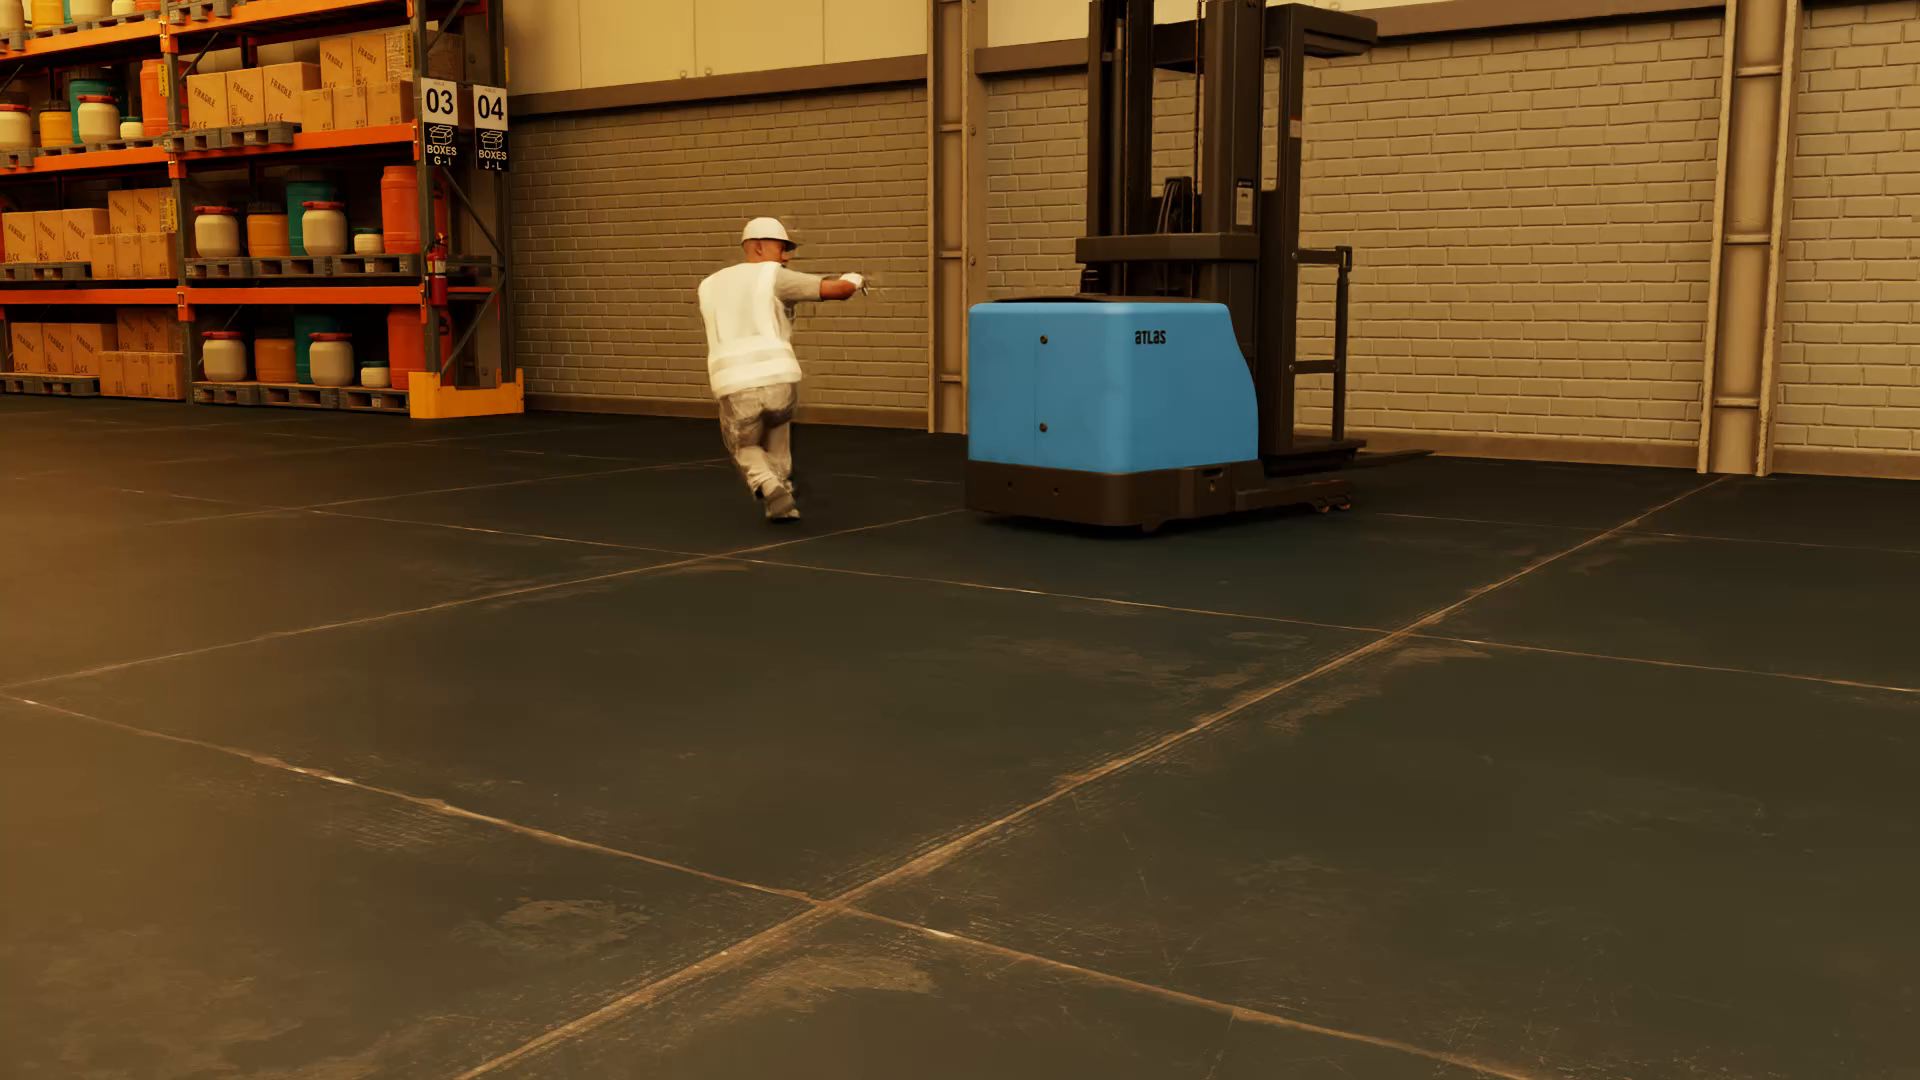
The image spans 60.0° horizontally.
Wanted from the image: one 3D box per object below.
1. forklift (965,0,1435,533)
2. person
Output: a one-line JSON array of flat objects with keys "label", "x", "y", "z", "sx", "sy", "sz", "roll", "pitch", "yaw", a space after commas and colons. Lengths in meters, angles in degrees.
[{"label": "forklift", "x": 1.438, "y": -1.635, "z": 8.687, "sx": 3.031, "sy": 2.935, "sz": 1.130, "roll": -8, "pitch": 11, "yaw": -43}, {"label": "person", "x": -0.873, "y": -0.831, "z": 8.203, "sx": 0.841, "sy": 1.489, "sz": 1.112, "roll": 0, "pitch": 8, "yaw": -2}]
